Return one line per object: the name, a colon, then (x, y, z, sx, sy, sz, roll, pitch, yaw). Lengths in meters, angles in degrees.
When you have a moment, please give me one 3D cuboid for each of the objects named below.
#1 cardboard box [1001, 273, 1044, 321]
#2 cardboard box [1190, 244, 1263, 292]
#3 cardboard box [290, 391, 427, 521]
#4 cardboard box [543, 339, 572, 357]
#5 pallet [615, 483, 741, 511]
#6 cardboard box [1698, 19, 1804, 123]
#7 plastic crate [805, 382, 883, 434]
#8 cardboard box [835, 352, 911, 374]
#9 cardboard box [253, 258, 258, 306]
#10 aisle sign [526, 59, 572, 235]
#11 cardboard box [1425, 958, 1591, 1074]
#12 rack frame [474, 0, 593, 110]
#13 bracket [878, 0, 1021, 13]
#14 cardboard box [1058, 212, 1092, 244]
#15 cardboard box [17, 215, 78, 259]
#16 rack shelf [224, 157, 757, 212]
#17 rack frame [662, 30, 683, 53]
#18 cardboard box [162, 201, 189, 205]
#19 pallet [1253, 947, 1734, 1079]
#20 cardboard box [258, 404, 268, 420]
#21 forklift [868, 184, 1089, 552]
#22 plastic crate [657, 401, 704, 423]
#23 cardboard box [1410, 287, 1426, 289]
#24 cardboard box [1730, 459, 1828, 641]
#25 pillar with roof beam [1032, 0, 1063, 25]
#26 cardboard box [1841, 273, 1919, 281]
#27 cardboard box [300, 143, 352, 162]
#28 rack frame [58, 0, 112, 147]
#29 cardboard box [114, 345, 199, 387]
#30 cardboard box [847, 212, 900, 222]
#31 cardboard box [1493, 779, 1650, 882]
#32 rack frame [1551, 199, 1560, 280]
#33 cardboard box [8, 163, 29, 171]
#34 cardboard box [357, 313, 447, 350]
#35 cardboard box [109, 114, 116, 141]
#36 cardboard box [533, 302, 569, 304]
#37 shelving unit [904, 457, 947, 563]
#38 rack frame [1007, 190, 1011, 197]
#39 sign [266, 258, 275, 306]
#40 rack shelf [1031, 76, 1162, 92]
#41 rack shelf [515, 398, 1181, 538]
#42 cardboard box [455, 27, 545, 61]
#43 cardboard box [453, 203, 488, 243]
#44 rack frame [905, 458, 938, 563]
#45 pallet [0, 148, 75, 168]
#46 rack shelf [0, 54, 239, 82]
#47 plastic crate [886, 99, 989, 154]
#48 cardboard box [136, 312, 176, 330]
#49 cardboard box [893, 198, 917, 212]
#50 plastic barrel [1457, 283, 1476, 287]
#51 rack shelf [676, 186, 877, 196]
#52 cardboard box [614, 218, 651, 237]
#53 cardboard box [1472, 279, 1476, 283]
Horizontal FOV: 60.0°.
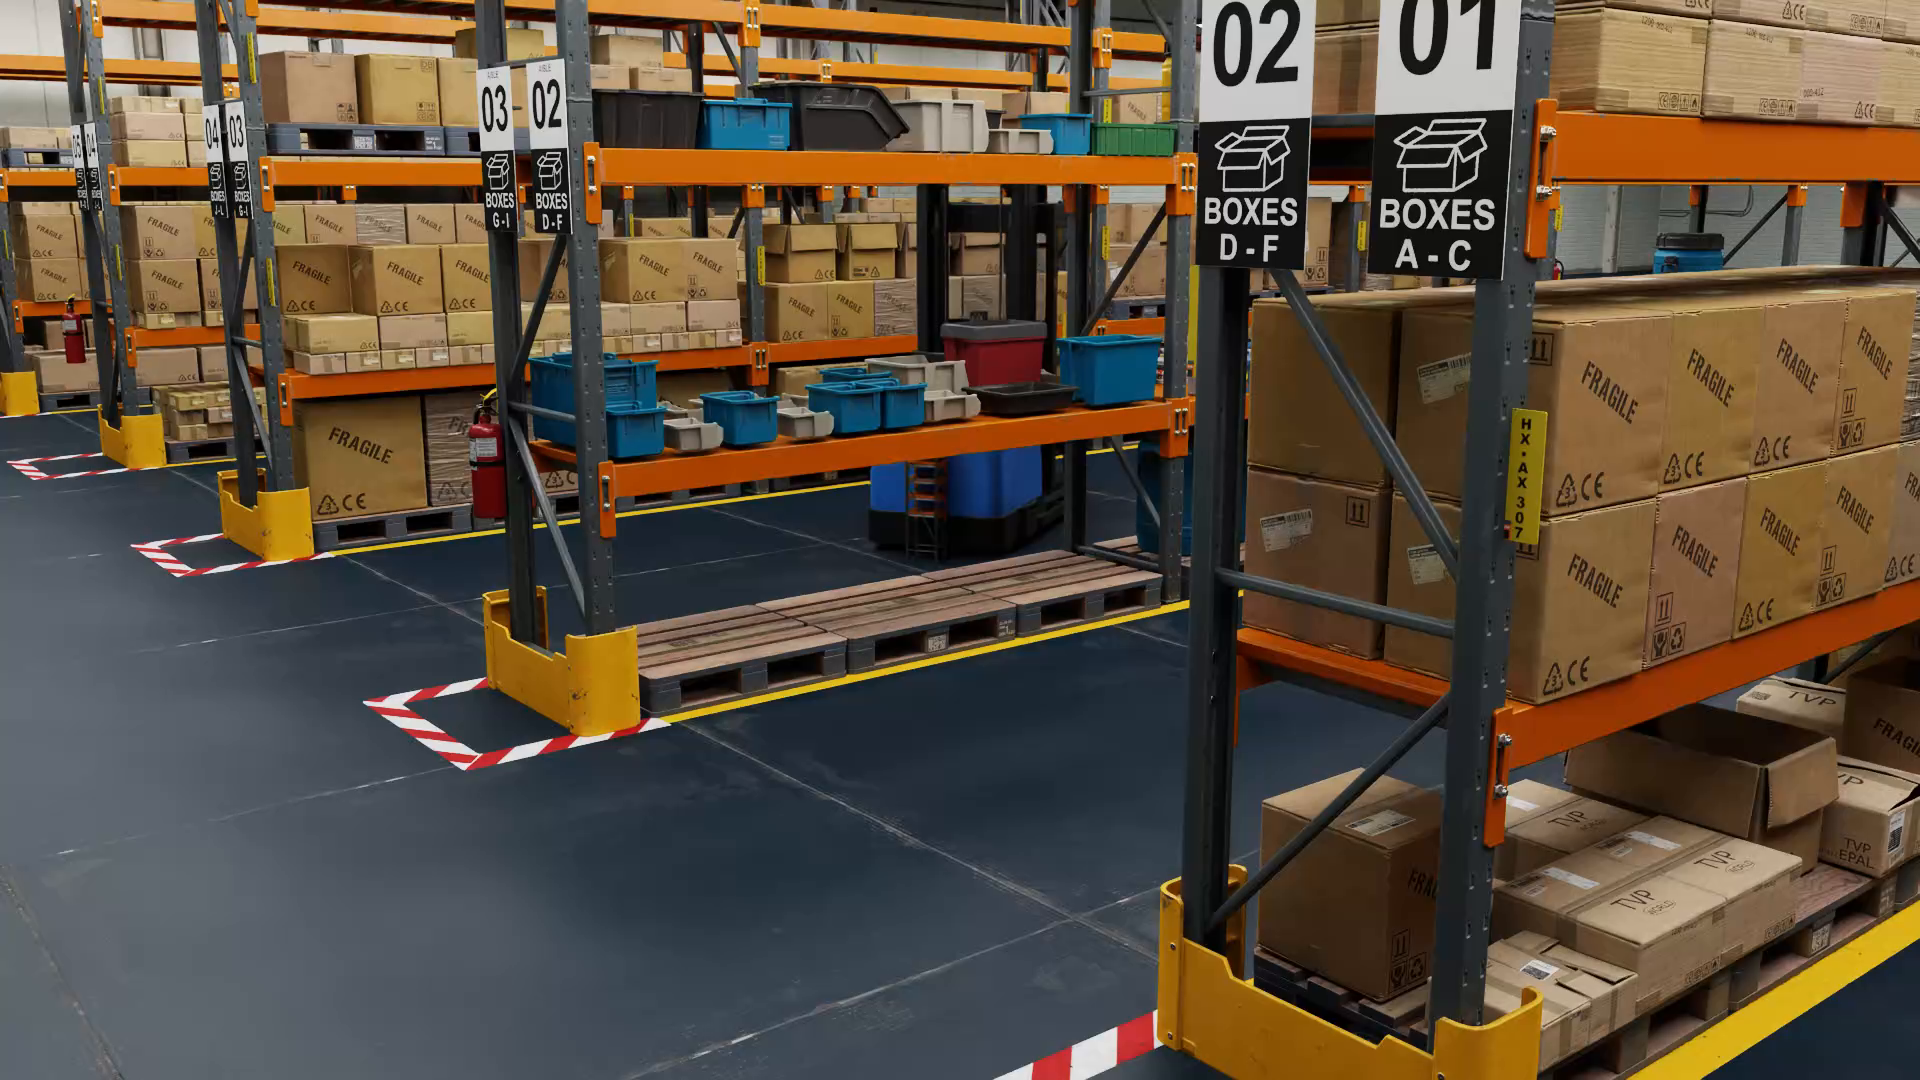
cardboard box: (0.472, -2.345, 16.211, 0.500, 0.500, 0.500, -10, 15, -38)
cardboard box: (2.923, -2.999, 18.273, 0.637, 0.503, 0.797, -8, 14, -32)
cardboard box: (-4.701, -0.688, 12.753, 0.875, 0.875, 0.875, -9, 15, -38)
cardboard box: (-3.264, -1.530, 13.218, 0.250, 0.149, 0.380, -9, 15, -37)
pallet: (-2.670, -0.495, 14.453, 1.213, 0.211, 1.003, -9, 15, -38)
cardboard box: (1.993, -1.301, 4.675, 0.500, 0.250, 0.500, -9, 15, -38)
plastic crate: (-0.630, -0.720, 9.056, 0.300, 0.233, 0.416, -9, 15, -38)
cardboard box: (-0.843, -1.314, 15.699, 0.875, 0.875, 1.225, -10, 16, -40)
cardboard box: (-6.855, -2.587, 16.633, 0.500, 0.500, 0.500, -9, 15, -37)
aisle sign: (-1.928, -1.837, 7.800, 0.004, 0.787, 0.394, -9, 15, -38)
cardboard box: (1.576, 1.362, 4.799, 0.250, 0.149, 0.380, -9, 15, -38)
rack frame: (-2.057, -3.558, 7.718, 0.127, 3.000, 1.000, -9, 15, -38)
bracket: (-0.488, -10.998, 34.093, 4.783, 0.066, 0.076, -9, 15, -38)
cardboard box: (1.509, -4.445, 23.379, 0.550, 0.550, 0.875, -9, 15, -38)
cardboard box: (-10.789, -3.588, 19.655, 0.500, 0.500, 0.500, -10, 15, -39)
rack shelf: (-3.589, -2.801, 13.110, 4.000, 0.370, 1.077, -9, 15, -38)
rack frame: (-5.075, -8.330, 30.193, 0.127, 3.000, 1.000, -9, 15, -38)
cardboard box: (-9.654, -4.084, 20.433, 0.250, 0.149, 0.380, -10, 16, -39)
pallet: (1.716, 1.432, 5.379, 1.213, 0.211, 1.003, -9, 15, -38)
cardboard box: (-6.948, -1.315, 16.735, 0.250, 0.149, 0.380, -9, 15, -36)
forklift: (0.304, -1.609, 13.150, 1.130, 2.935, 3.031, 4, 13, 19)
plastic crate: (-1.533, -0.659, 8.999, 0.243, 0.136, 0.396, -9, 15, -38)
cardboard box: (5.367, -2.967, 19.983, 0.250, 0.149, 0.380, -9, 15, -38)
cardboard box: (2.339, -0.015, 5.238, 0.500, 0.500, 0.500, -9, 15, -38)
pillar with roof beam: (4.316, -8.985, 33.278, 0.548, 9.000, 9.100, -9, 15, -38)
cardboard box: (3.527, -0.702, 6.063, 0.500, 0.500, 0.500, -10, 15, -39)
cardboard box: (-6.443, -3.856, 16.708, 0.500, 0.250, 0.500, -10, 15, -38)
rack frame: (-8.171, -5.178, 15.351, 0.127, 3.000, 1.000, -9, 15, -38)
cardboard box: (-10.180, -2.208, 20.962, 0.875, 0.438, 0.875, -9, 15, -36)
cardboard box: (-1.173, -3.942, 21.326, 0.500, 0.500, 0.700, -10, 15, -38)
cardboard box: (2.066, 1.082, 5.873, 0.500, 0.250, 0.500, -9, 15, -38)
rack frame: (7.343, -3.502, 21.902, 0.127, 3.000, 1.000, -9, 15, -38)
cardboard box: (-13.393, -5.271, 23.612, 0.250, 0.149, 0.380, -9, 15, -36)
cardboard box: (-4.206, -1.585, 12.519, 0.500, 0.250, 0.500, -10, 15, -38)
cardboard box: (-7.970, -3.983, 16.102, 0.500, 0.250, 0.500, -10, 16, -39)
cardboard box: (-3.351, -1.867, 13.845, 0.500, 0.250, 0.500, -9, 15, -36)
shelving unit: (-0.242, -0.447, 11.846, 0.258, 1.200, 0.189, 4, 13, 19)
rack frame: (1.152, -5.110, 29.471, 0.127, 3.000, 1.000, -9, 15, -38)
sign: (-4.809, -1.798, 11.598, 0.005, 0.325, 0.100, -9, 15, -38)
rack shelf: (2.761, -6.448, 24.023, 4.000, 0.370, 1.077, -9, 15, -38)
rack shelf: (-0.495, -0.531, 9.638, 4.000, 0.370, 1.077, -9, 15, -38)
cardboard box: (-3.567, -3.824, 12.897, 0.500, 0.250, 0.500, -10, 16, -39)
cardboard box: (-5.245, -3.342, 17.780, 0.500, 0.500, 0.500, -10, 16, -40)
rack frame: (-0.273, -0.429, 11.762, 0.240, 1.200, 0.006, 4, 13, 19)
pallet: (-10.769, -4.556, 19.853, 1.213, 0.211, 1.003, -9, 15, -38)
rack shelf: (-9.780, -5.680, 20.409, 4.000, 0.370, 1.077, -9, 15, -38)
plastic crate: (-0.133, -2.270, 9.160, 0.530, 0.282, 0.437, -9, 15, -38)
cardboard box: (-7.713, -2.110, 15.948, 0.250, 0.149, 0.380, -10, 15, -38)
cardboard box: (-1.080, -5.359, 27.280, 0.500, 0.500, 0.700, -9, 15, -37)
plastic barrel: (4.363, -1.837, 13.730, 0.708, 0.536, 0.600, -9, 15, -38)
rack shelf: (-3.514, -6.770, 31.801, 4.000, 0.370, 1.077, -9, 15, -38)
cardboard box: (-4.914, -4.576, 24.988, 0.500, 0.500, 0.500, -10, 16, -39)
cardboard box: (6.163, -3.488, 20.875, 0.500, 0.500, 0.875, -9, 15, -38)
